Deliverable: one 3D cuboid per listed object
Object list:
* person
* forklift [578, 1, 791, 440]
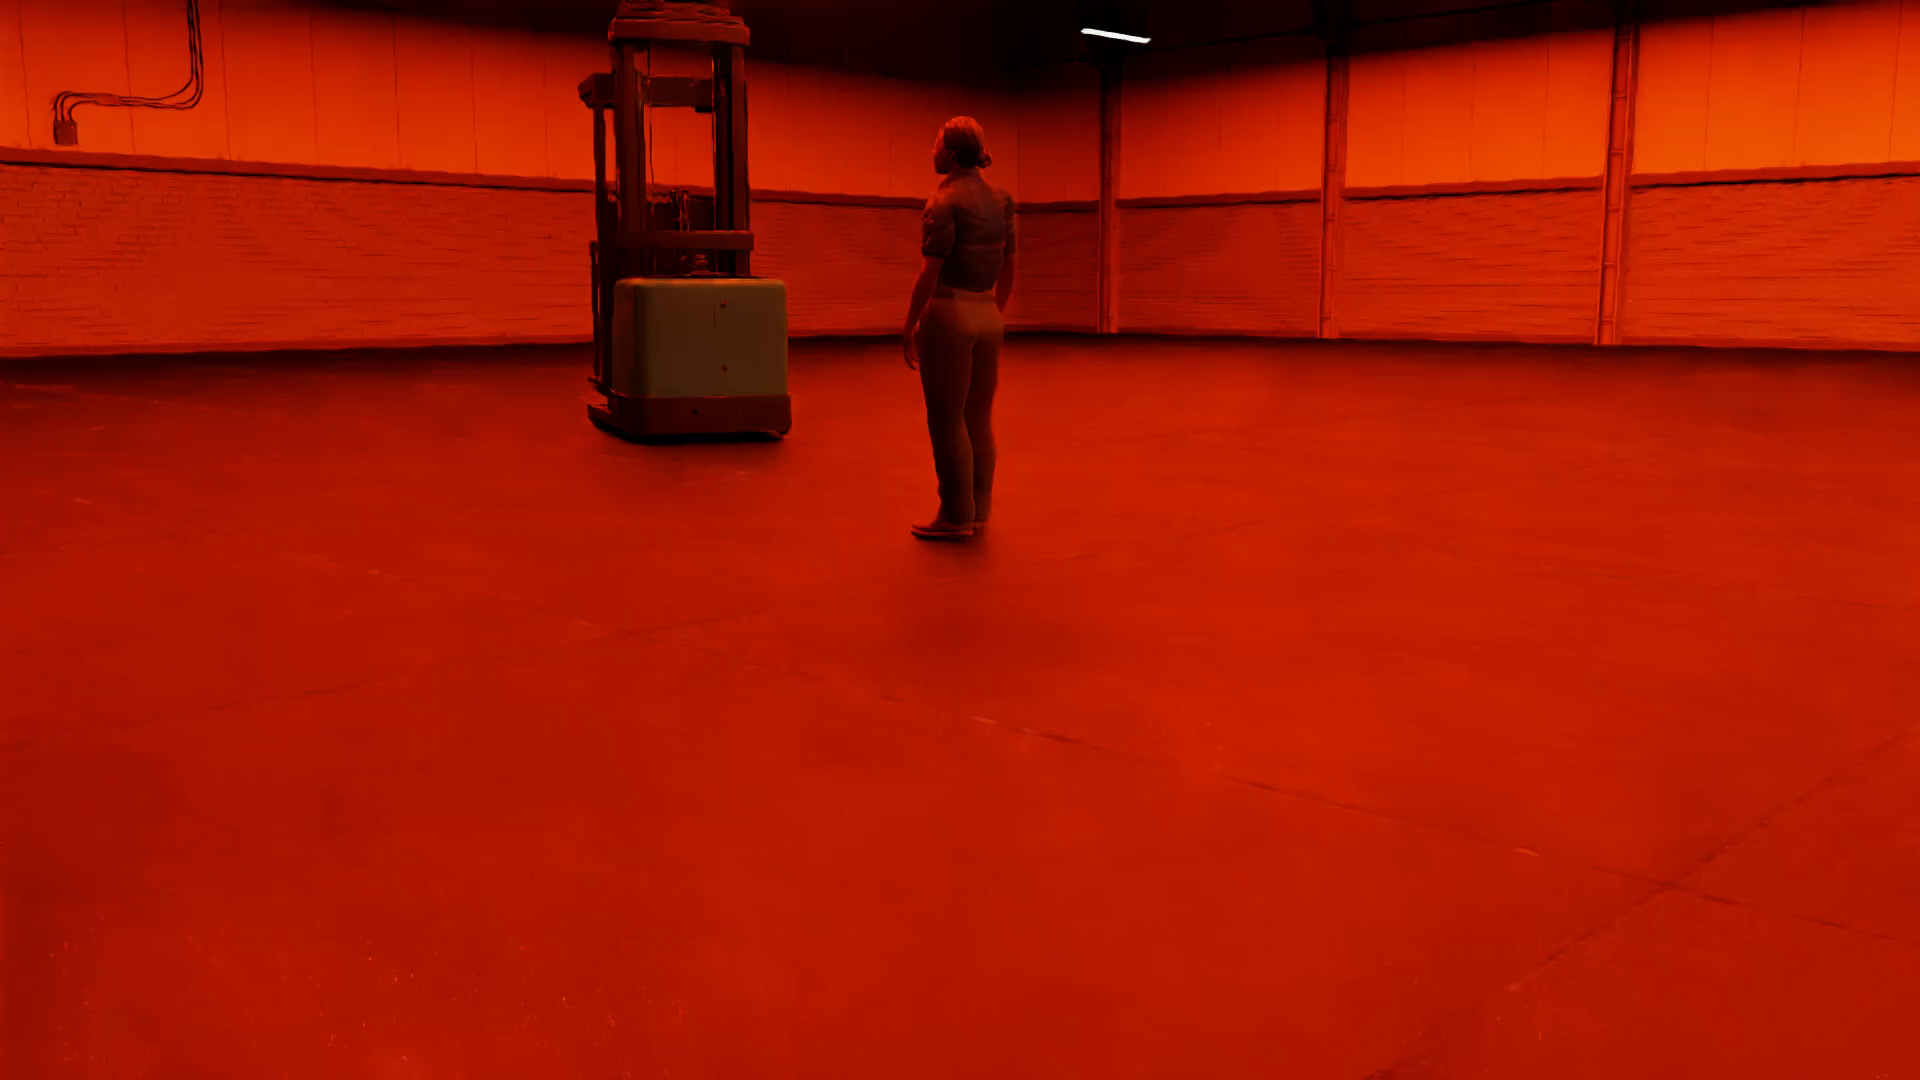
[{"bbox_3d":[-0.050,-0.836,6.667,0.503,1.654,0.570,8,12,43],"label":"person"},{"bbox_3d":[-2.138,-2.298,12.134,1.130,2.935,3.031,-3,9,-21],"label":"forklift"}]
